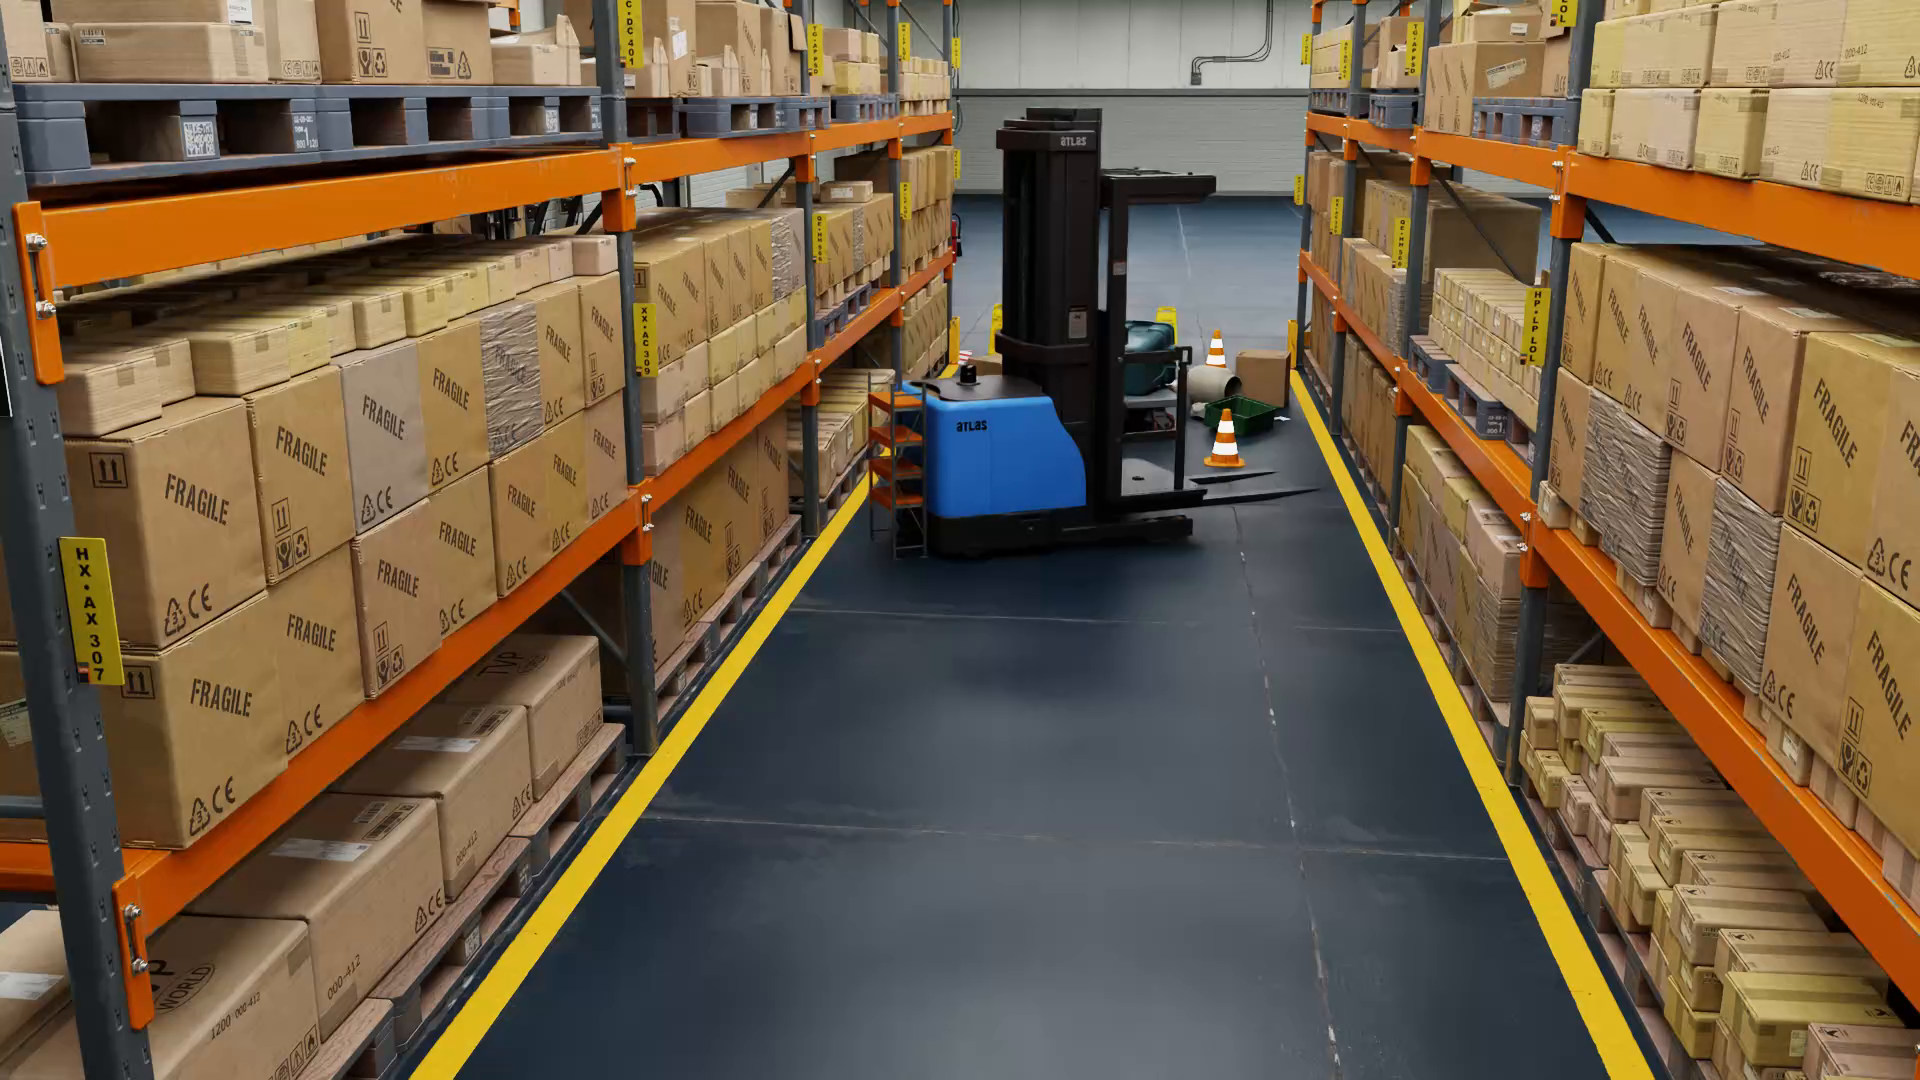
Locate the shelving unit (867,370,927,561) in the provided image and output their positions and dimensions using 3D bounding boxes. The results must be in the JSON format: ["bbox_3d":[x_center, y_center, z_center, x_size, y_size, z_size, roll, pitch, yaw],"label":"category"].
[{"bbox_3d":[-0.425,-0.510,11.251,0.258,1.200,0.503,-6,16,-20],"label":"shelving unit"}]

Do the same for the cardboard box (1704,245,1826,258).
[{"bbox_3d":[3.199,-0.871,6.460,0.500,0.500,0.500,1,15,4],"label":"cardboard box"}]

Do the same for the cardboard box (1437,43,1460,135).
[{"bbox_3d":[3.057,-2.590,9.556,0.500,0.500,0.500,2,15,6],"label":"cardboard box"}]

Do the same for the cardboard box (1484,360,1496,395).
[{"bbox_3d":[2.976,-0.855,8.753,0.380,0.149,0.250,2,15,9],"label":"cardboard box"}]

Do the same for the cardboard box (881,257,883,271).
[{"bbox_3d":[-0.874,-2.393,14.441,0.380,0.149,0.250,1,15,5],"label":"cardboard box"}]

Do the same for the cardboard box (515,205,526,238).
[{"bbox_3d":[-5.319,-3.616,19.098,0.500,0.500,0.500,1,15,5],"label":"cardboard box"}]

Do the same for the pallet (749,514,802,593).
[{"bbox_3d":[-1.659,0.065,11.017,1.003,0.211,1.213,2,15,6],"label":"pallet"}]

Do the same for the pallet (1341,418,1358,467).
[{"bbox_3d":[3.874,-0.853,14.412,1.003,0.211,1.213,2,15,6],"label":"pallet"}]

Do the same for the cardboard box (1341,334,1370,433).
[{"bbox_3d":[3.906,-1.354,14.430,1.050,0.750,0.750,2,15,6],"label":"cardboard box"}]

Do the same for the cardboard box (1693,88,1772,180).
[{"bbox_3d":[2.481,-1.190,4.856,0.500,0.250,0.500,2,15,9],"label":"cardboard box"}]

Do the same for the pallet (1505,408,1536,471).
[{"bbox_3d":[3.215,-0.428,7.865,1.003,0.211,1.213,2,15,6],"label":"pallet"}]

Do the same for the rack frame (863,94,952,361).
[{"bbox_3d":[-0.592,-3.558,19.075,1.000,3.000,0.127,2,15,6],"label":"rack frame"}]

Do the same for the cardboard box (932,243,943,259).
[{"bbox_3d":[-0.389,-3.131,17.977,0.380,0.149,0.250,2,15,7],"label":"cardboard box"}]

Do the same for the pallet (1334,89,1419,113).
[{"bbox_3d":[3.989,-4.018,15.200,1.003,0.211,1.213,2,15,6],"label":"pallet"}]

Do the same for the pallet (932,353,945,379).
[{"bbox_3d":[-0.727,-1.983,18.591,1.003,0.211,1.213,2,15,6],"label":"pallet"}]

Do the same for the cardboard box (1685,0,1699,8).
[{"bbox_3d":[2.591,-1.797,5.382,0.380,0.149,0.250,1,15,4],"label":"cardboard box"}]

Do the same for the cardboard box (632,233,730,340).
[{"bbox_3d":[-1.522,-1.345,8.784,0.500,0.500,0.500,1,15,5],"label":"cardboard box"}]

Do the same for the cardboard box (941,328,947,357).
[{"bbox_3d":[-0.419,-2.210,18.551,0.500,0.250,0.500,2,15,6],"label":"cardboard box"}]

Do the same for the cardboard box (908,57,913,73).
[{"bbox_3d":[-0.644,-4.441,15.547,0.380,0.149,0.250,1,15,4],"label":"cardboard box"}]

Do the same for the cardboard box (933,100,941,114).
[{"bbox_3d":[-0.414,-4.651,17.850,0.380,0.149,0.250,2,15,8],"label":"cardboard box"}]

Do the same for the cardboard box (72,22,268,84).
[{"bbox_3d":[-2.046,-1.262,4.320,0.380,0.149,0.250,2,15,8],"label":"cardboard box"}]

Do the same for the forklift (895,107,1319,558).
[{"bbox_3d":[1.102,-1.517,11.655,3.031,2.935,1.130,-6,16,-20],"label":"forklift"}]

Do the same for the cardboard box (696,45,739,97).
[{"bbox_3d":[-1.392,-2.495,8.850,0.396,0.266,0.258,3,15,11],"label":"cardboard box"}]

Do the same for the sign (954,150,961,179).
[{"bbox_3d":[-0.043,-4.248,18.803,0.100,0.325,0.005,2,15,6],"label":"sign"}]

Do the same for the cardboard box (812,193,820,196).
[{"bbox_3d":[-1.381,-2.802,14.713,0.500,0.500,0.500,2,15,8],"label":"cardboard box"}]

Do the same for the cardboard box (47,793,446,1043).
[{"bbox_3d":[-2.327,1.214,5.530,0.875,0.438,0.875,2,15,8],"label":"cardboard box"}]

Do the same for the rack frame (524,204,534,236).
[{"bbox_3d":[-5.524,-3.704,19.612,1.000,3.000,0.127,2,15,6],"label":"rack frame"}]

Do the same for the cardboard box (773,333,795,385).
[{"bbox_3d":[-1.336,-1.139,10.416,0.500,0.250,0.500,2,15,7],"label":"cardboard box"}]

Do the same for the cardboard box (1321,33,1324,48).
[{"bbox_3d":[3.868,-5.060,16.841,0.380,0.149,0.250,1,15,5],"label":"cardboard box"}]

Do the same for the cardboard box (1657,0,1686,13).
[{"bbox_3d":[2.600,-1.865,5.632,0.380,0.149,0.250,1,15,5],"label":"cardboard box"}]

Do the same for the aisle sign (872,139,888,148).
[{"bbox_3d":[-0.893,-4.838,18.829,0.394,0.787,0.004,2,15,6],"label":"aisle sign"}]

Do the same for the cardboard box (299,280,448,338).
[{"bbox_3d":[-1.865,-0.738,5.293,0.380,0.149,0.250,1,15,5],"label":"cardboard box"}]

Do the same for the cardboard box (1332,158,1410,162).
[{"bbox_3d":[4.158,-3.509,16.538,0.875,0.550,0.500,2,15,6],"label":"cardboard box"}]

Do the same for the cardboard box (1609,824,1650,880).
[{"bbox_3d":[2.515,1.125,5.843,0.380,0.149,0.250,2,15,6],"label":"cardboard box"}]

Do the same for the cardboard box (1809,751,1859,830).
[{"bbox_3d":[2.367,0.611,4.139,0.380,0.149,0.250,2,15,6],"label":"cardboard box"}]

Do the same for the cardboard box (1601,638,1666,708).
[{"bbox_3d":[3.331,0.494,8.074,0.500,0.500,0.500,2,15,8],"label":"cardboard box"}]

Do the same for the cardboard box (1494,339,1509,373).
[{"bbox_3d":[2.949,-0.932,8.468,0.380,0.149,0.250,1,15,3],"label":"cardboard box"}]

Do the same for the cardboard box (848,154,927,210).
[{"bbox_3d":[-0.699,-3.435,15.942,0.700,0.500,0.500,2,15,7],"label":"cardboard box"}]

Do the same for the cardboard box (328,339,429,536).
[{"bbox_3d":[-1.959,-0.324,5.005,0.500,0.500,0.500,2,15,6],"label":"cardboard box"}]

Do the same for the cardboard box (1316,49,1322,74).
[{"bbox_3d":[3.972,-4.960,17.232,0.500,0.250,0.500,2,15,6],"label":"cardboard box"}]

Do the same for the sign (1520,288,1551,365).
[{"bbox_3d":[2.432,-0.901,7.028,0.100,0.325,0.005,2,15,6],"label":"sign"}]

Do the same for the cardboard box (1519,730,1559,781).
[{"bbox_3d":[2.623,0.932,7.126,0.380,0.149,0.250,1,15,4],"label":"cardboard box"}]

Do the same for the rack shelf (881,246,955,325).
[{"bbox_3d":[-0.818,-2.692,17.250,1.077,0.370,4.000,2,15,6],"label":"rack shelf"}]

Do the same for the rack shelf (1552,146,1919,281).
[{"bbox_3d":[2.758,-0.908,4.907,1.077,0.370,4.000,2,15,6],"label":"rack shelf"}]

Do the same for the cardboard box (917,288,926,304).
[{"bbox_3d":[-0.551,-2.450,16.761,0.380,0.149,0.250,3,15,9],"label":"cardboard box"}]

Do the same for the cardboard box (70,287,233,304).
[{"bbox_3d":[-2.466,-0.684,5.096,0.380,0.149,0.250,2,15,8],"label":"cardboard box"}]

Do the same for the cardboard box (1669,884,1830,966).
[{"bbox_3d":[2.396,1.182,5.063,0.380,0.149,0.250,2,15,8],"label":"cardboard box"}]

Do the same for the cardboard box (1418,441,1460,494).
[{"bbox_3d":[3.060,-0.419,10.011,0.500,0.250,0.500,2,15,6],"label":"cardboard box"}]

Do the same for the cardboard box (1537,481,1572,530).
[{"bbox_3d":[2.627,-0.141,6.919,0.380,0.149,0.250,2,15,8],"label":"cardboard box"}]

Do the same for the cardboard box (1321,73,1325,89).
[{"bbox_3d":[3.838,-4.610,16.702,0.380,0.149,0.250,2,15,6],"label":"cardboard box"}]

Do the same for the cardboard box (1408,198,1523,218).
[{"bbox_3d":[3.551,-2.142,11.730,0.700,0.500,0.500,1,15,5],"label":"cardboard box"}]

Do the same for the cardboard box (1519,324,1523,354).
[{"bbox_3d":[2.896,-0.942,7.935,0.380,0.149,0.250,1,15,4],"label":"cardboard box"}]

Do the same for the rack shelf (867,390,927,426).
[{"bbox_3d":[-0.425,-0.890,11.149,0.258,0.148,0.480,-6,16,-20],"label":"rack shelf"}]

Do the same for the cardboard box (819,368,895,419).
[{"bbox_3d":[-1.100,-1.319,15.023,0.950,0.372,0.625,2,15,7],"label":"cardboard box"}]
